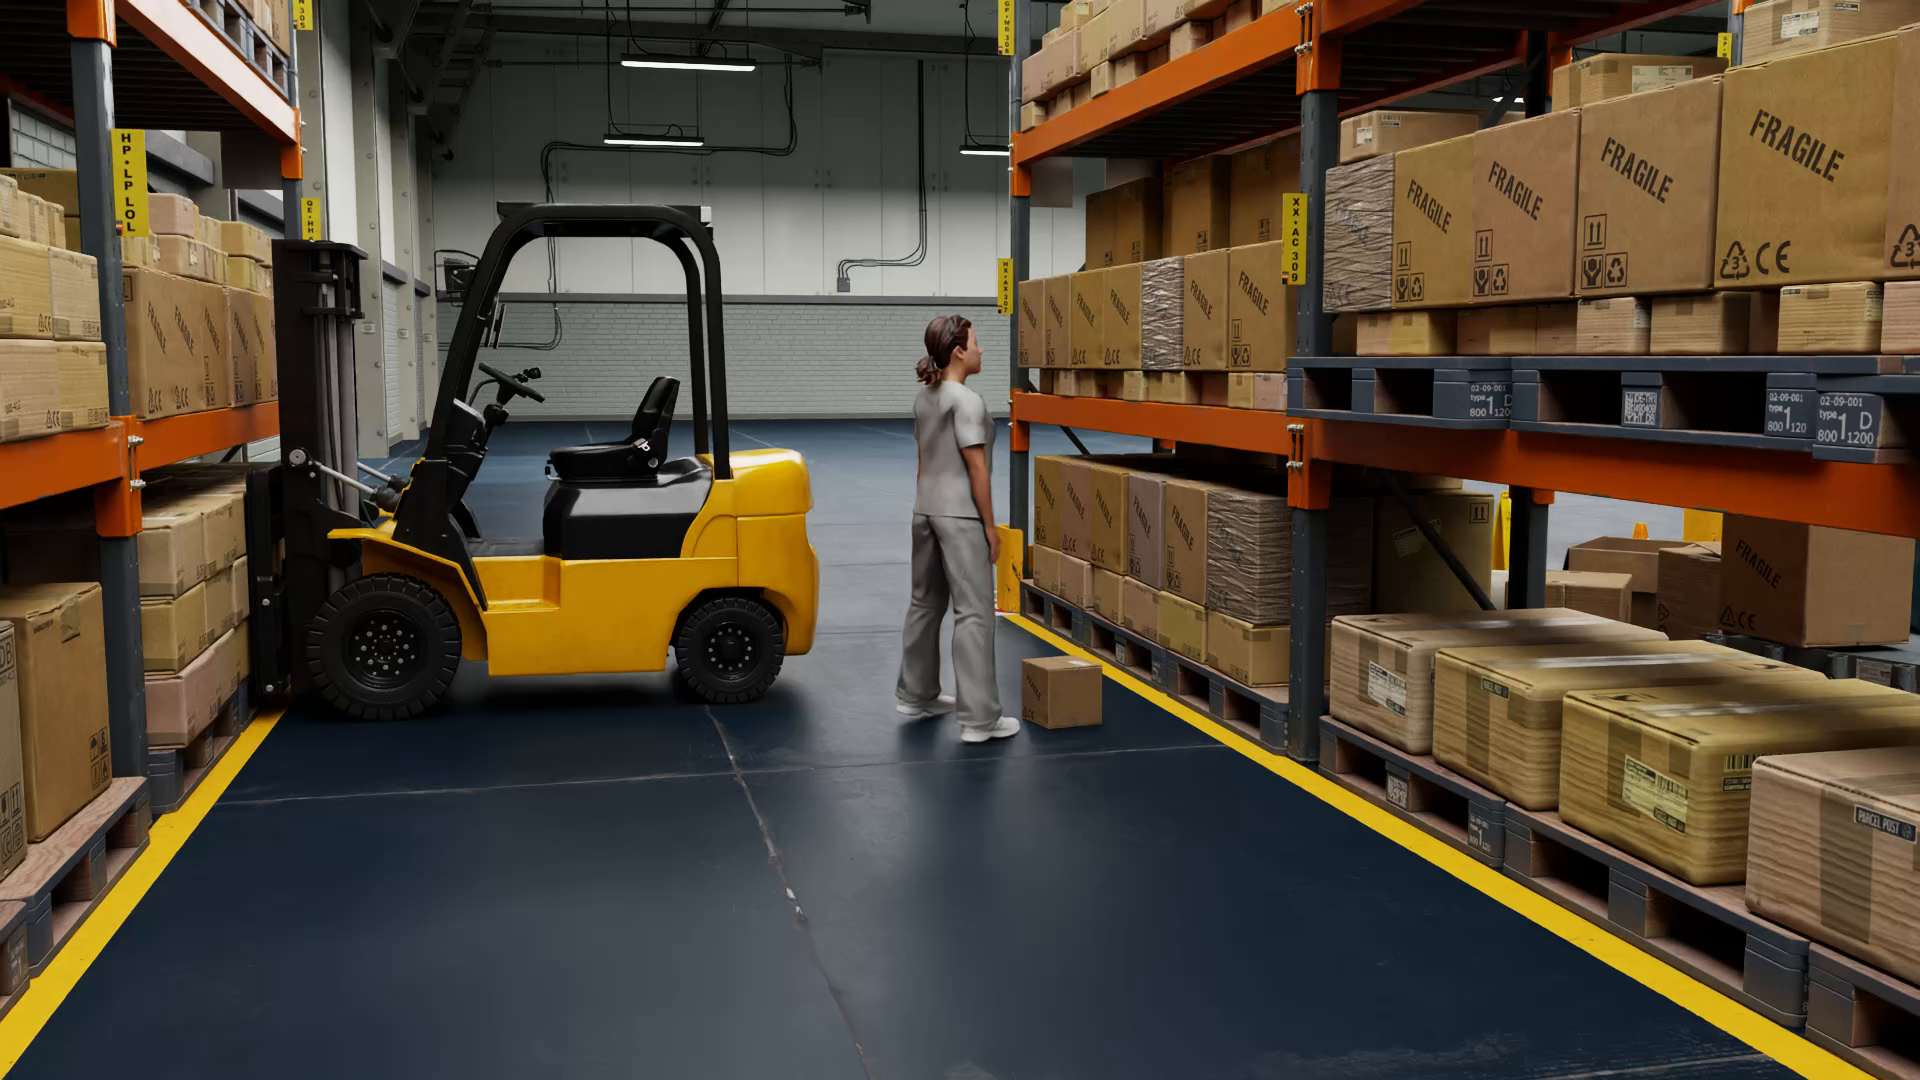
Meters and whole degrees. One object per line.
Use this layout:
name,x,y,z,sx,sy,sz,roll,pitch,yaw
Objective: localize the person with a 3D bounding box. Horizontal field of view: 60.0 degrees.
person,-0.029,-0.064,6.691,0.394,1.669,0.647,-4,7,-33
